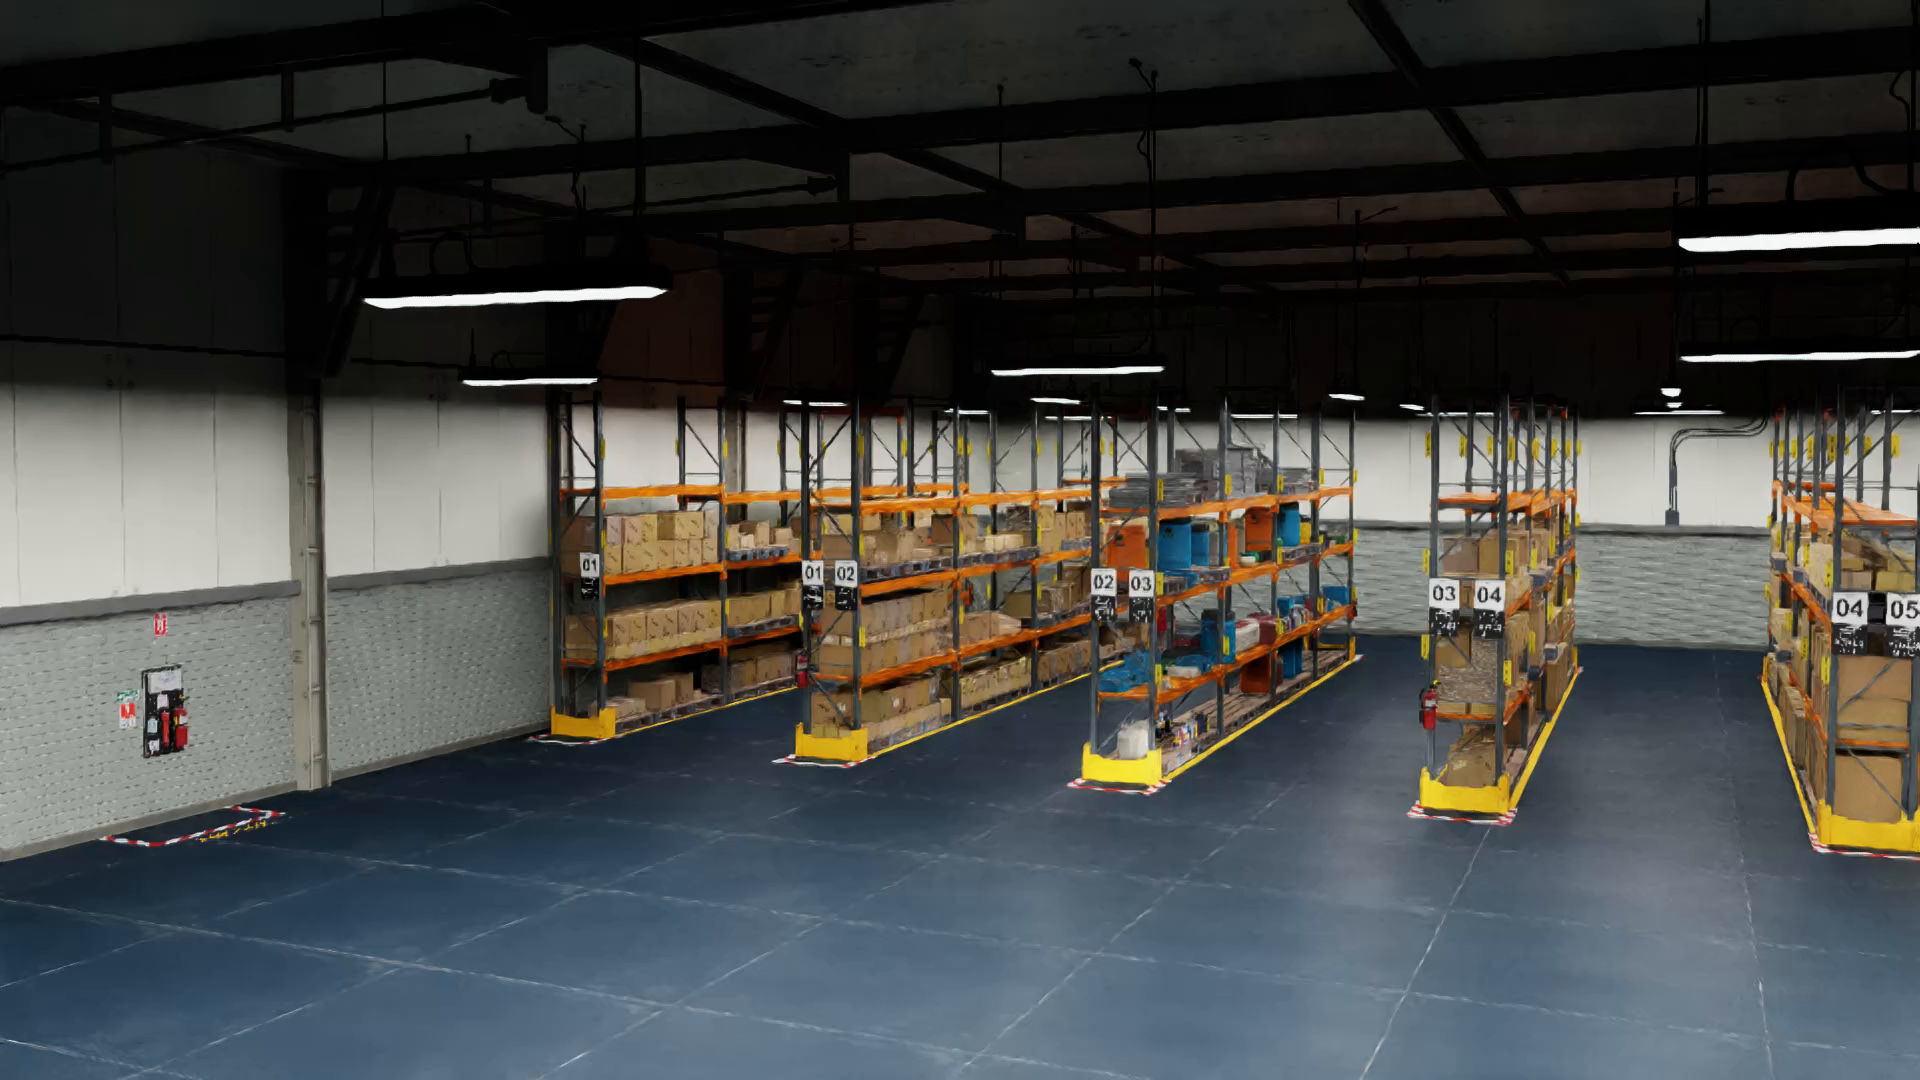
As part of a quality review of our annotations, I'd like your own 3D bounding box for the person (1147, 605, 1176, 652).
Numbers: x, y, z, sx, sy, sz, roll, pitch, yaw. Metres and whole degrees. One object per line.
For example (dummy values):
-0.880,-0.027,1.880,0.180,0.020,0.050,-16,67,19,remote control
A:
4.496,2.117,37.171,0.682,1.676,0.535,1,3,21,person
